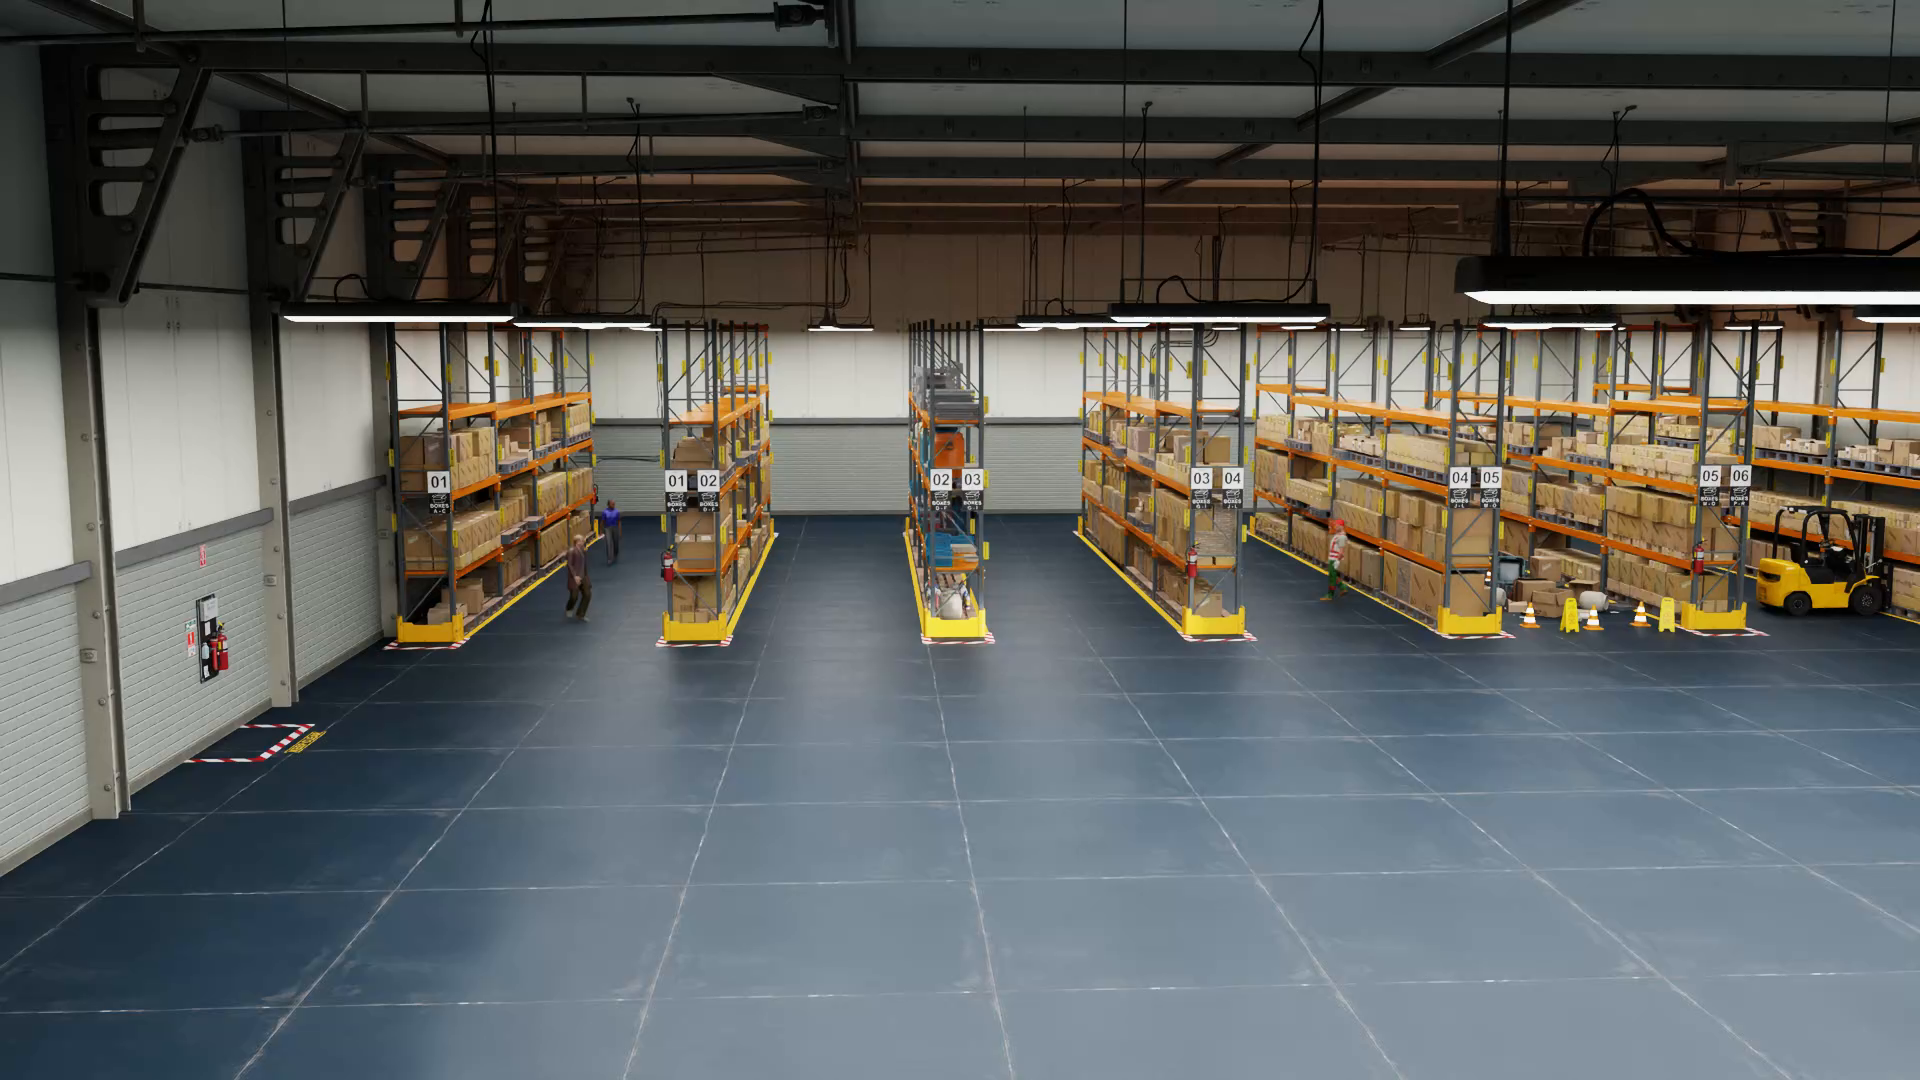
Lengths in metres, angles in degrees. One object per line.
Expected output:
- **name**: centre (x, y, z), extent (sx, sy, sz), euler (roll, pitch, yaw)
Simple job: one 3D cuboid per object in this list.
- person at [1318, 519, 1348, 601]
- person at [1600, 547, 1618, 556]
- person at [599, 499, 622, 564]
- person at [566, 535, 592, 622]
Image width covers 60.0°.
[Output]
- **person**: centre (8.024, 0.430, 35.674), extent (0.607, 1.782, 0.547), euler (2, 7, 19)
- **person**: centre (16.844, -0.457, 43.039), extent (0.477, 1.764, 0.554), euler (2, 7, 16)
- **person**: centre (-8.769, -0.234, 41.693), extent (0.553, 1.609, 0.900), euler (-2, 7, -14)
- **person**: centre (-7.649, 0.762, 33.310), extent (0.749, 1.743, 0.649), euler (6, 9, 41)
